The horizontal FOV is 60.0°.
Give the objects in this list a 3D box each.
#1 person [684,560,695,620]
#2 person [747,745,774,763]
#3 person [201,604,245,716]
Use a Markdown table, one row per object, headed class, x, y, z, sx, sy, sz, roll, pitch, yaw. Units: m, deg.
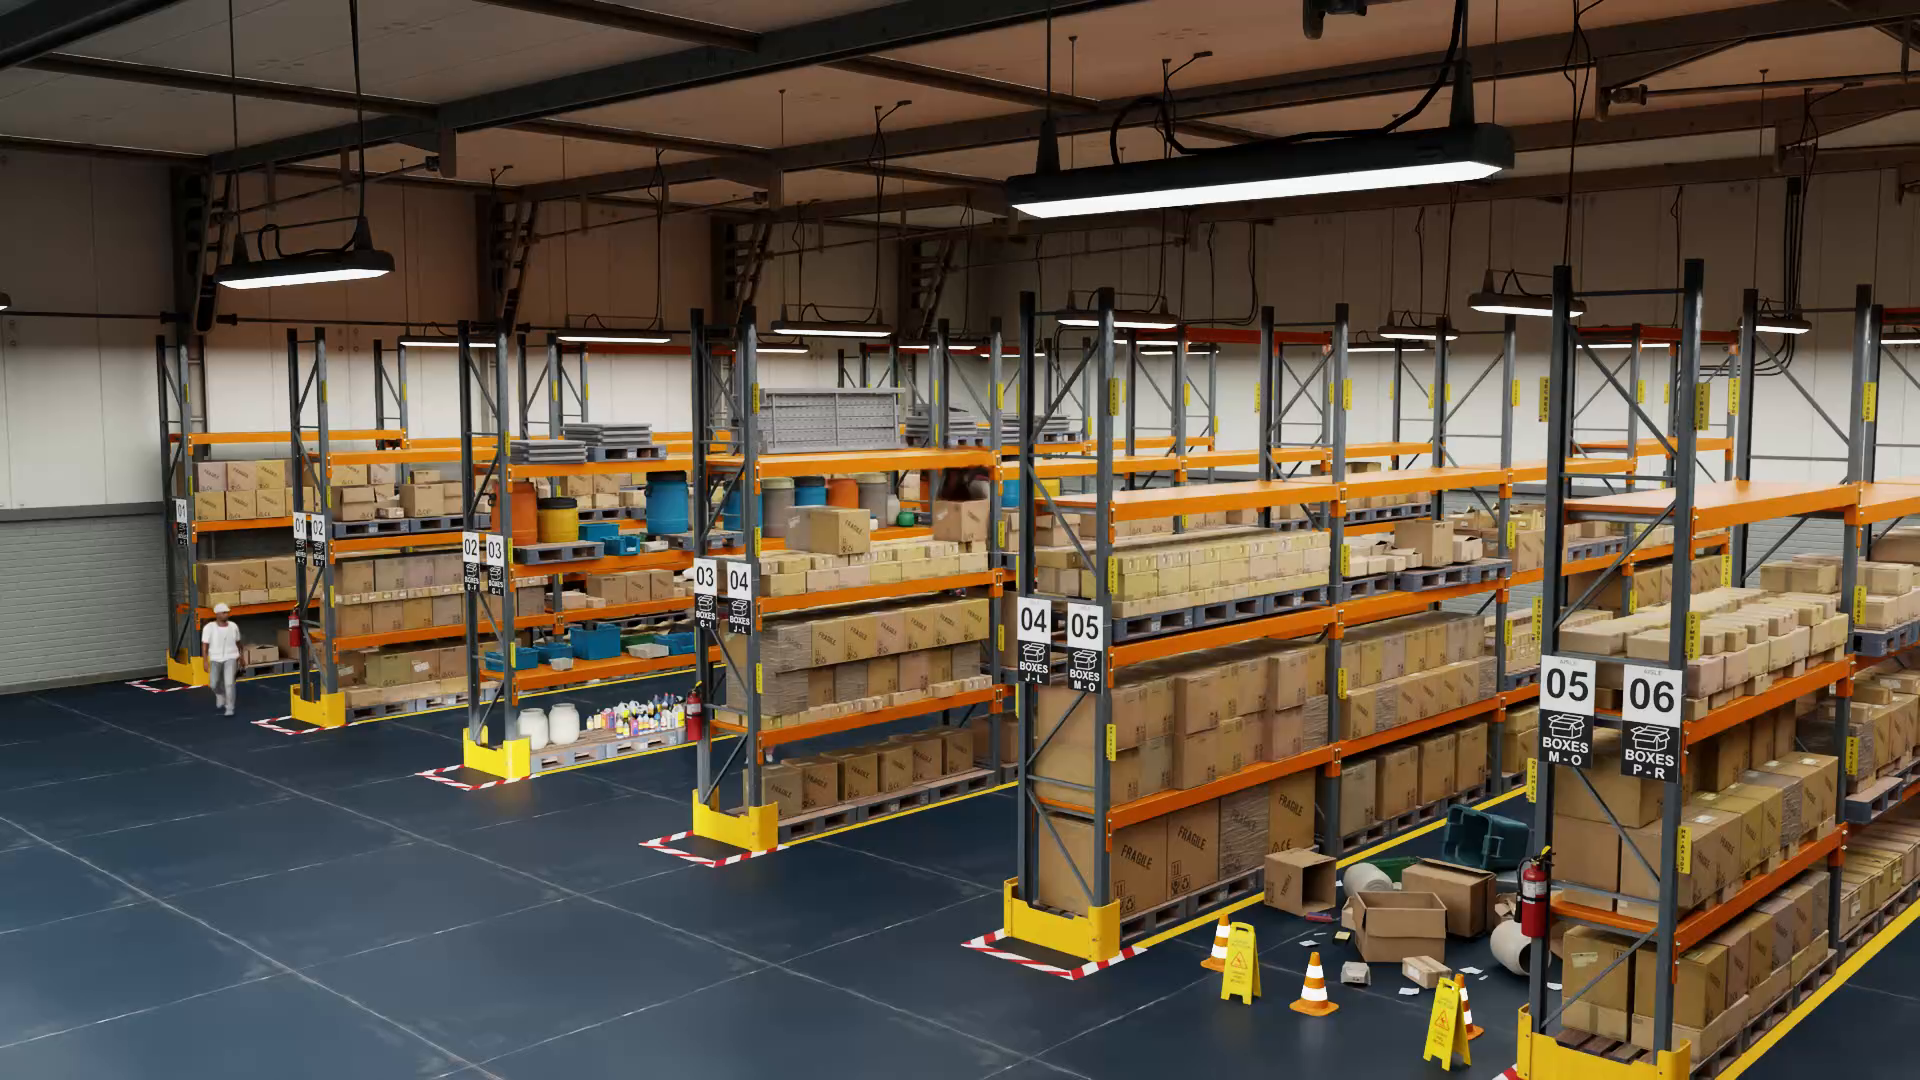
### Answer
| class | x | y | z | sx | sy | sz | roll | pitch | yaw |
| --- | --- | --- | --- | --- | --- | --- | --- | --- | --- |
| person | -5.132 | 1.203 | 32.661 | 0.492 | 1.773 | 0.645 | 4 | 7 | 38 |
| person | -2.766 | 2.223 | 22.779 | 0.539 | 1.701 | 0.528 | -1 | 5 | -12 |
| person | -11.528 | 1.855 | 26.014 | 0.561 | 1.738 | 0.742 | -1 | 6 | -14 |
